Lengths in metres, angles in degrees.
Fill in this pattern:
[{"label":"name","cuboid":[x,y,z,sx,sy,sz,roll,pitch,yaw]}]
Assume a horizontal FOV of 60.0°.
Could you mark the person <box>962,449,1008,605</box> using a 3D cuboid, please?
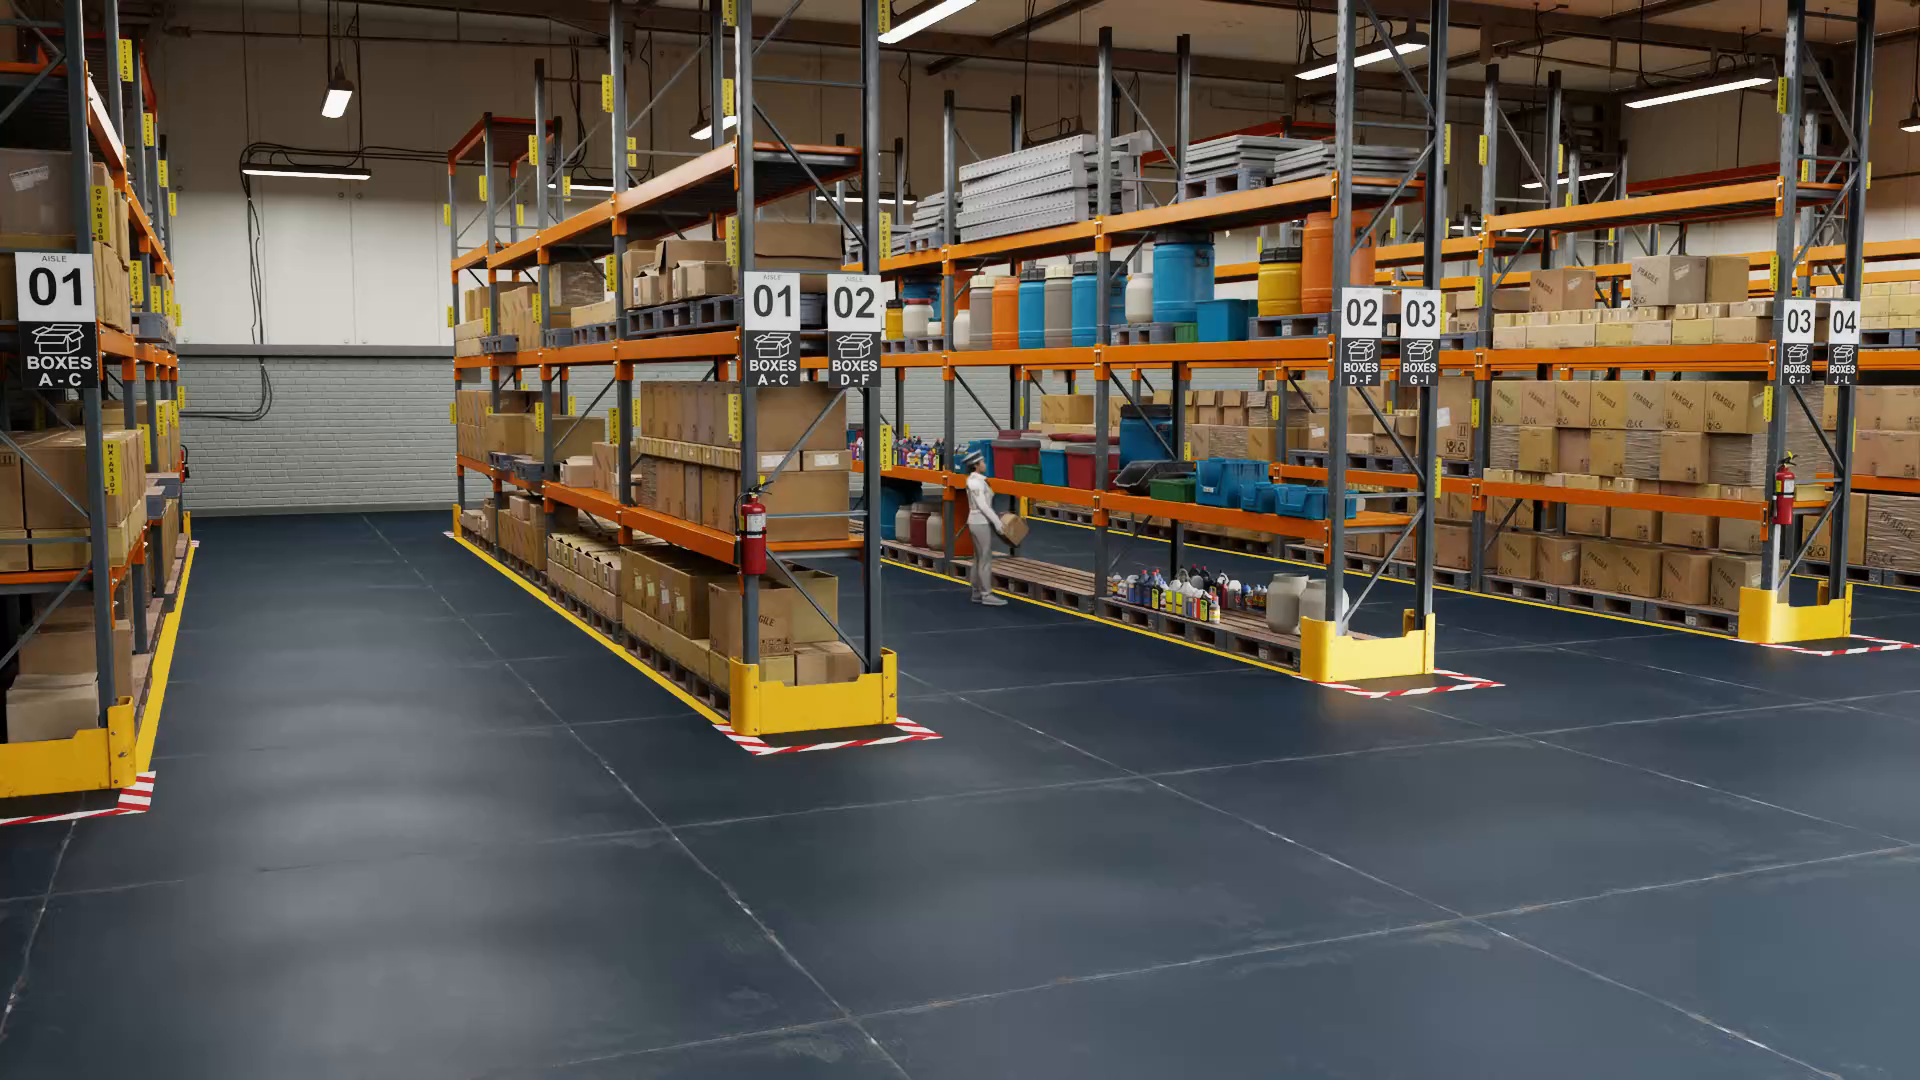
[{"label":"person","cuboid":[0.282,-0.150,18.291,0.517,1.699,0.502,0,6,3]}]
